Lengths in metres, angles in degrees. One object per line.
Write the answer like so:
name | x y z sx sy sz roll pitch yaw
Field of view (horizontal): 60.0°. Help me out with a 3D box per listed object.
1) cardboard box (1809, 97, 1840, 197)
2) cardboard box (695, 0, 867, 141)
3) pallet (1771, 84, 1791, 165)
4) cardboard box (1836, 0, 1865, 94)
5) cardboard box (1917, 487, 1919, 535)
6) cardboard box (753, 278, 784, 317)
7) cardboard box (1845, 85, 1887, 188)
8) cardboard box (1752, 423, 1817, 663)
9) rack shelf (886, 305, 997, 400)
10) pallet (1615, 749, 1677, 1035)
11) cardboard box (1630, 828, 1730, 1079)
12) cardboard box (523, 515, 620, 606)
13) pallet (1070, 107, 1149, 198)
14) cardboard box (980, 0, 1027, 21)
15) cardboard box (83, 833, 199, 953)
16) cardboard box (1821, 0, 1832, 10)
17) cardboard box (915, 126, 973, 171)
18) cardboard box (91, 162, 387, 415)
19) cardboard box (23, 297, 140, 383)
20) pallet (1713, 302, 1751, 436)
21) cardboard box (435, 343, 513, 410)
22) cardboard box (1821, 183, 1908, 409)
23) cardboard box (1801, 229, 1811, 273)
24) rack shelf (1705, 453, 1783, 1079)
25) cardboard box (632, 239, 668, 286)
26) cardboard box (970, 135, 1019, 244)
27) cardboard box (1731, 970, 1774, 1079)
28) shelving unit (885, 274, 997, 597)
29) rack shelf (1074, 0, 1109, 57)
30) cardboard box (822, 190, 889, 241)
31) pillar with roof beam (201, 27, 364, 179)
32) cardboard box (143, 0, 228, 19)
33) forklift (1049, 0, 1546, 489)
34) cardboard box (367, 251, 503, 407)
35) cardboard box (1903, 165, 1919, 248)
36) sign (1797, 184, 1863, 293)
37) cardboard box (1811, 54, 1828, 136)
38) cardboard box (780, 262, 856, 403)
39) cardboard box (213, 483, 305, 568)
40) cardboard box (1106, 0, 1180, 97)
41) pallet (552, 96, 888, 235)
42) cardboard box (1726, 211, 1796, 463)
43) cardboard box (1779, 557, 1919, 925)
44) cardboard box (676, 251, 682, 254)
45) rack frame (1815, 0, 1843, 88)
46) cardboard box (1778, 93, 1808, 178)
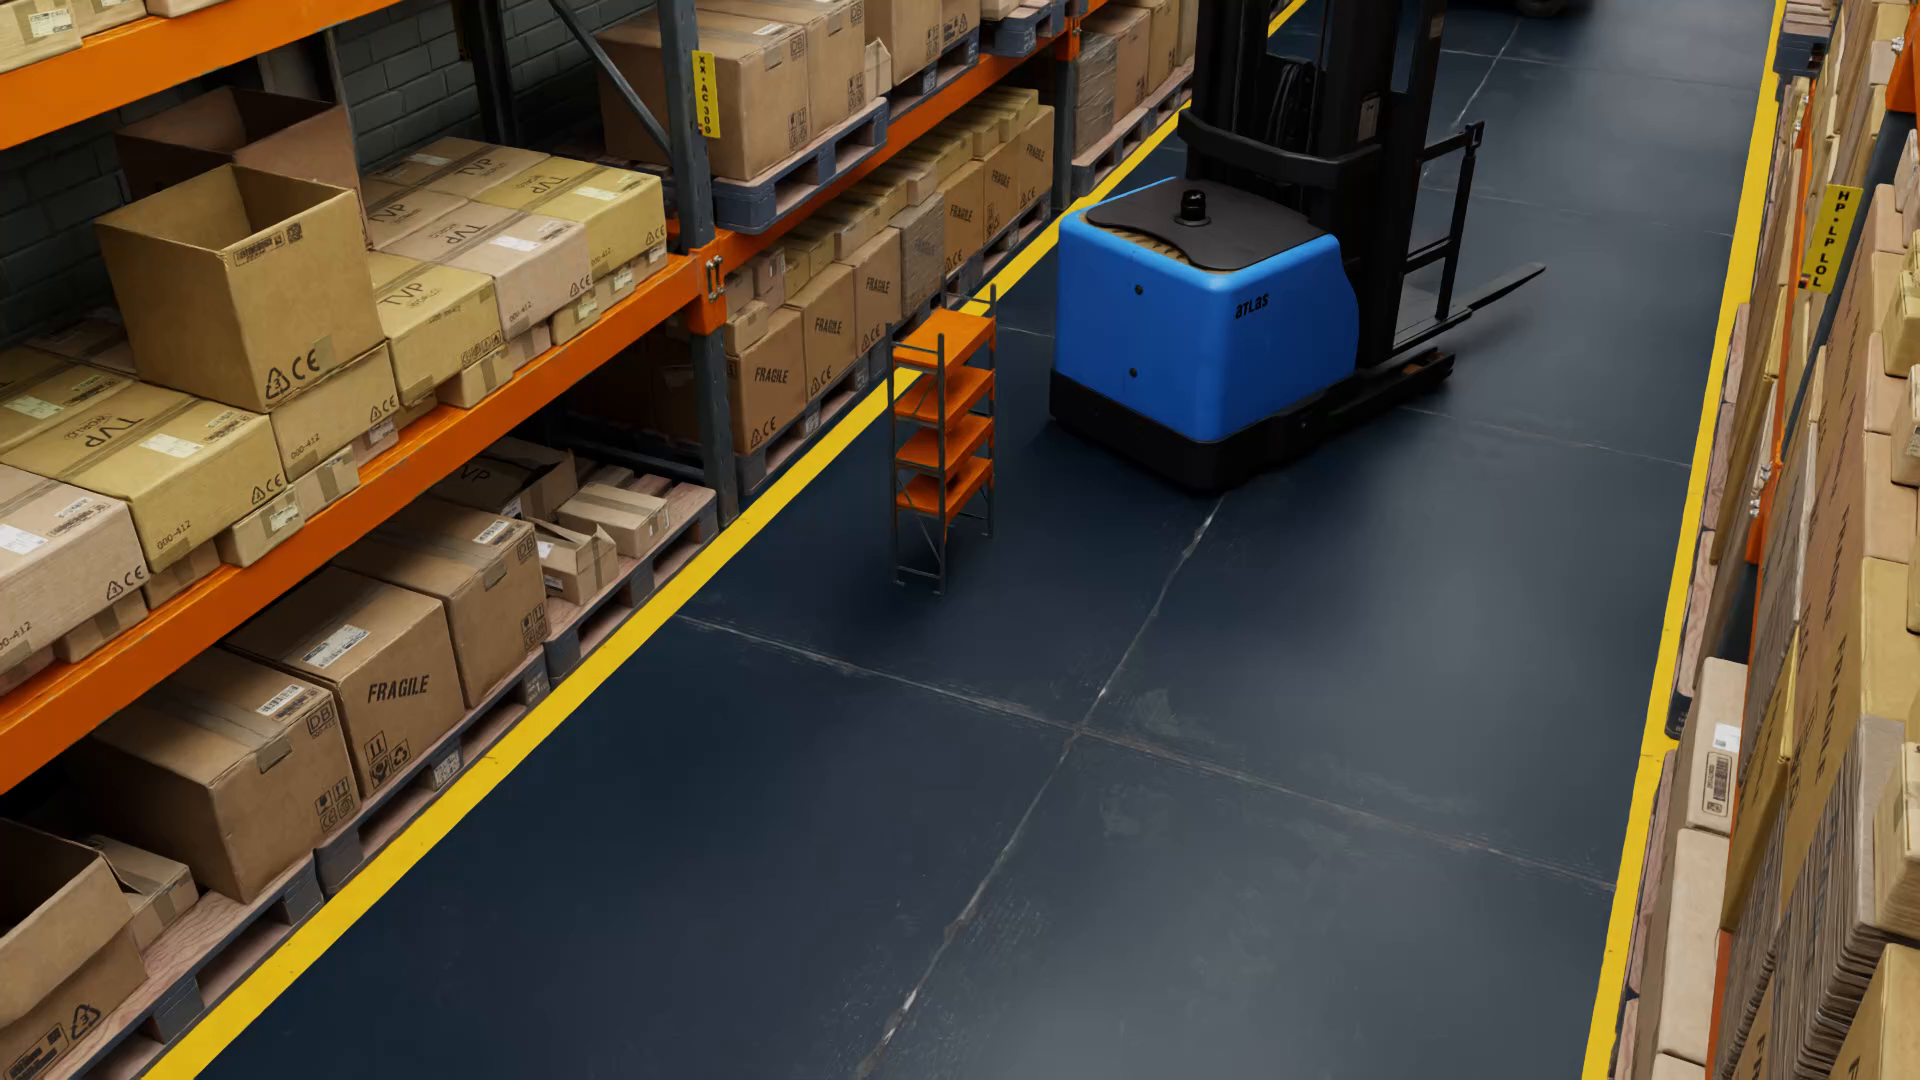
cardboard box | 3.625 -1.500 6.483 0.500 0.250 0.500 15 36 21
cardboard box | -0.839 -2.111 7.260 0.700 0.500 0.500 15 36 21
pallet | 6.072 -2.739 11.235 1.003 0.211 1.213 14 36 20
cardboard box | 3.865 -2.069 6.666 0.500 0.500 0.500 15 36 22
cardboard box | 1.955 -0.048 2.992 0.380 0.149 0.250 15 36 22
cardboard box | -1.023 -1.121 7.529 0.380 0.149 0.250 13 35 19
cardboard box | 3.008 -1.049 5.112 0.500 0.500 0.500 15 36 22
cardboard box | 2.401 0.072 4.313 0.500 0.500 0.500 14 36 21
rack shelf | -0.069 -0.748 6.580 0.258 0.148 0.480 14 36 20
pallet | 2.660 1.218 5.201 1.003 0.211 1.213 14 36 20
cardboard box | 2.315 1.321 4.454 0.875 0.438 0.875 13 35 19
cardboard box | -1.577 0.044 6.557 0.396 0.266 0.258 15 36 22
pallet | 0.593 -2.673 11.134 1.003 0.211 1.213 14 36 20
cardboard box | 0.065 -2.952 8.770 0.500 0.250 0.500 12 35 18
cardboard box | -2.579 1.077 5.089 0.380 0.149 0.250 13 35 19
cardboard box | 4.757 -2.875 8.745 0.380 0.149 0.250 14 36 20
cardboard box | -0.152 -2.151 9.100 0.380 0.149 0.250 15 36 22
cardboard box | -2.073 -0.741 4.826 0.500 0.500 0.500 15 36 22
cardboard box | -2.536 -0.568 5.246 0.500 0.250 0.500 14 36 20
pallet | 4.324 -0.760 8.217 1.003 0.211 1.213 14 36 20
cardboard box | -1.757 -0.597 5.654 0.380 0.149 0.250 14 36 20
cardboard box | 2.630 -0.588 4.408 0.500 0.500 0.500 14 36 21
cardboard box | 3.450 -1.028 6.219 0.500 0.250 0.500 13 35 19
rack shelf | 2.212 0.988 3.664 1.077 0.370 4.000 14 36 20
cardboard box | -1.365 -1.124 6.458 0.380 0.149 0.250 15 36 21
cardboard box | 0.012 -2.062 9.556 0.500 0.500 0.500 14 36 20
cardboard box | 1.561 1.094 2.756 0.500 0.500 0.500 13 36 19
shelving unit | -0.069 -0.419 6.795 0.258 1.200 0.503 14 36 20
rack shelf | 1.049 -4.134 11.475 1.077 0.370 4.000 14 36 20
cardboard box | -0.580 -1.630 8.305 0.380 0.149 0.250 15 36 22
pillar with roof beam | 1.339 -2.827 3.355 9.100 9.000 0.400 14 36 20
cardboard box | -2.060 -1.450 4.219 0.380 0.149 0.250 14 36 21
forklift | 1.870 -2.134 7.832 3.031 2.935 1.130 -26 41 -34
cardboard box | -1.869 -0.700 5.448 0.500 0.250 0.500 14 36 20
cardboard box | 2.589 -0.812 4.158 0.380 0.149 0.250 15 36 21
sign | 2.552 -0.880 4.873 0.100 0.325 0.005 14 36 20
cardboard box | 4.289 -2.053 7.782 0.500 0.250 0.500 14 36 20
cardboard box | -0.840 -1.033 7.987 0.500 0.500 0.500 14 36 20
cardboard box | -2.163 -0.080 4.866 0.380 0.149 0.250 13 35 19
cardboard box | 1.034 -3.591 11.774 0.875 0.625 0.625 13 35 19
pallet | -1.027 -1.739 7.341 1.003 0.211 1.213 14 36 20
cardboard box | 3.981 -0.820 7.320 0.875 0.875 0.875 15 36 21
cardboard box | 1.763 0.416 2.878 0.500 0.500 0.500 14 36 20
cardboard box | -1.369 -1.352 7.882 0.380 0.149 0.250 15 36 21
rack frame | 4.723 -2.301 8.024 1.000 3.000 0.127 14 36 20
cardboard box | 5.592 -2.403 10.193 0.950 0.372 0.625 15 36 22
